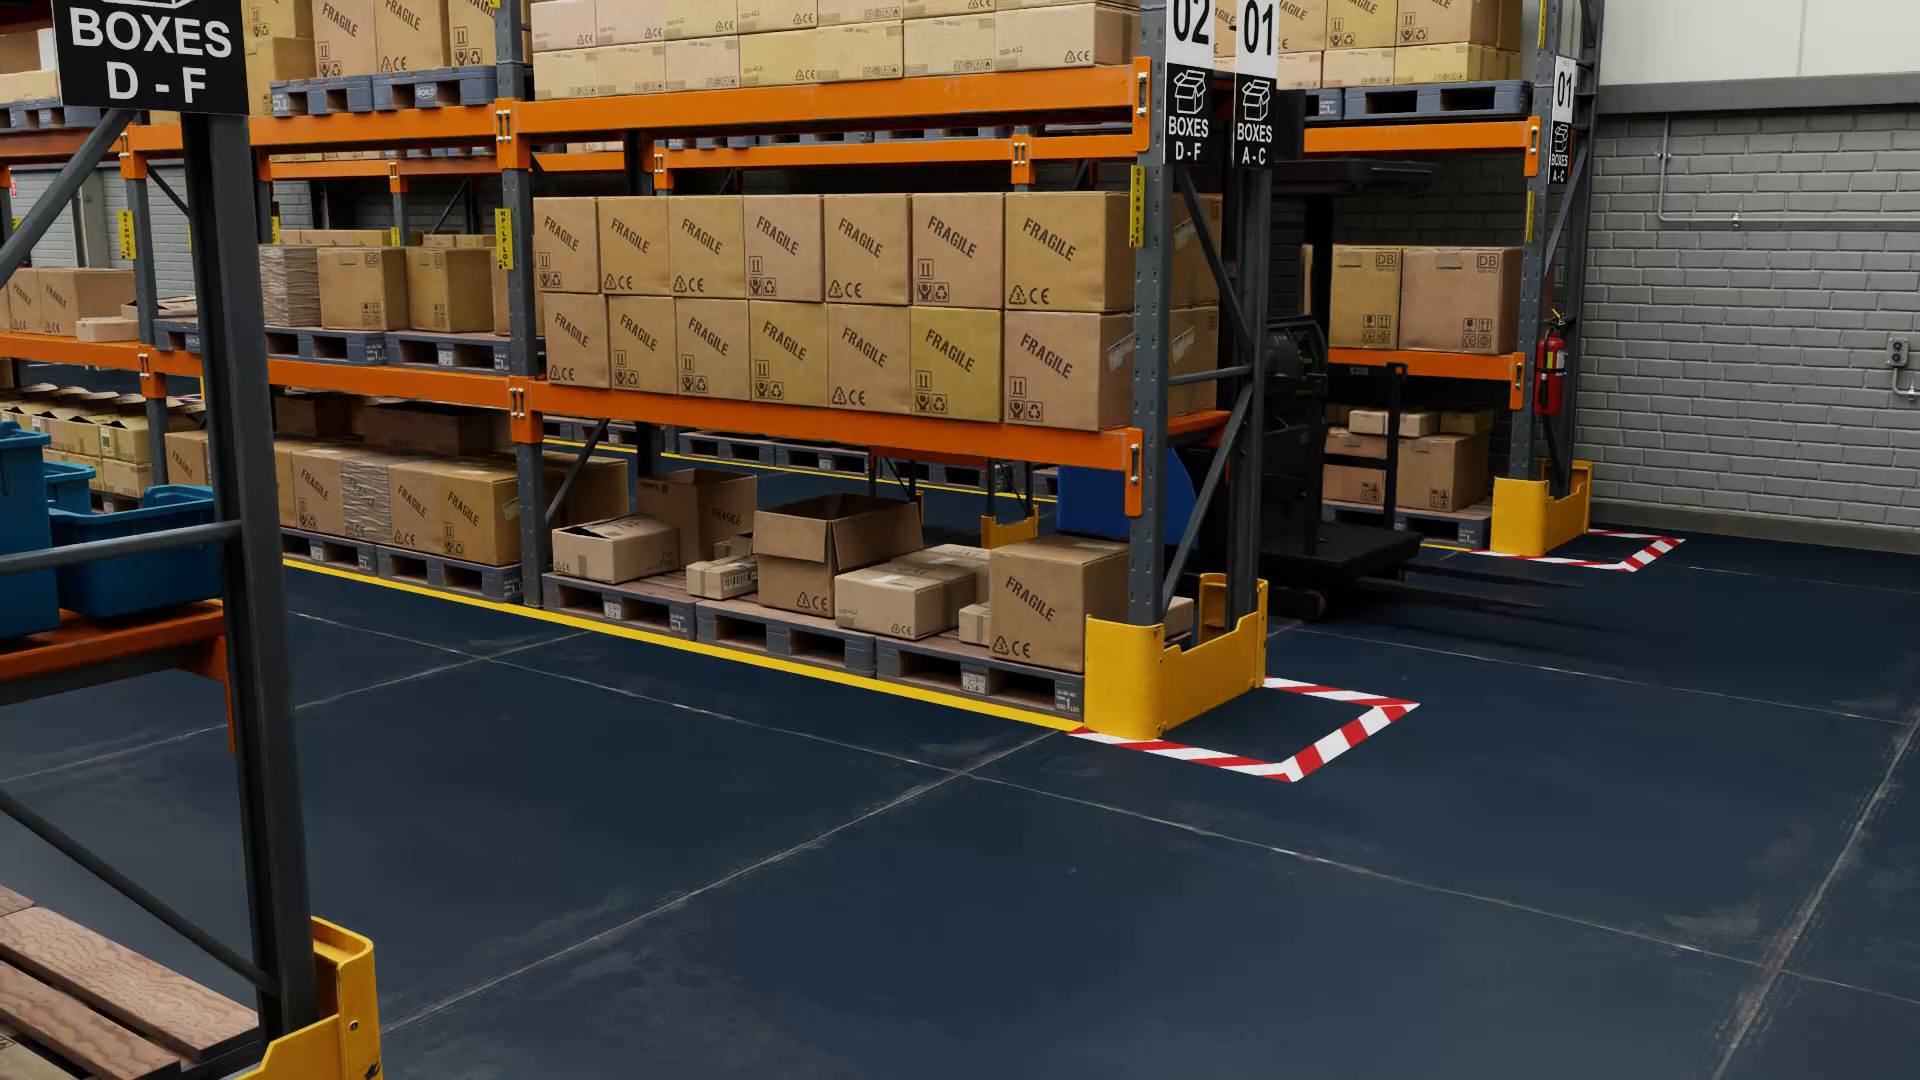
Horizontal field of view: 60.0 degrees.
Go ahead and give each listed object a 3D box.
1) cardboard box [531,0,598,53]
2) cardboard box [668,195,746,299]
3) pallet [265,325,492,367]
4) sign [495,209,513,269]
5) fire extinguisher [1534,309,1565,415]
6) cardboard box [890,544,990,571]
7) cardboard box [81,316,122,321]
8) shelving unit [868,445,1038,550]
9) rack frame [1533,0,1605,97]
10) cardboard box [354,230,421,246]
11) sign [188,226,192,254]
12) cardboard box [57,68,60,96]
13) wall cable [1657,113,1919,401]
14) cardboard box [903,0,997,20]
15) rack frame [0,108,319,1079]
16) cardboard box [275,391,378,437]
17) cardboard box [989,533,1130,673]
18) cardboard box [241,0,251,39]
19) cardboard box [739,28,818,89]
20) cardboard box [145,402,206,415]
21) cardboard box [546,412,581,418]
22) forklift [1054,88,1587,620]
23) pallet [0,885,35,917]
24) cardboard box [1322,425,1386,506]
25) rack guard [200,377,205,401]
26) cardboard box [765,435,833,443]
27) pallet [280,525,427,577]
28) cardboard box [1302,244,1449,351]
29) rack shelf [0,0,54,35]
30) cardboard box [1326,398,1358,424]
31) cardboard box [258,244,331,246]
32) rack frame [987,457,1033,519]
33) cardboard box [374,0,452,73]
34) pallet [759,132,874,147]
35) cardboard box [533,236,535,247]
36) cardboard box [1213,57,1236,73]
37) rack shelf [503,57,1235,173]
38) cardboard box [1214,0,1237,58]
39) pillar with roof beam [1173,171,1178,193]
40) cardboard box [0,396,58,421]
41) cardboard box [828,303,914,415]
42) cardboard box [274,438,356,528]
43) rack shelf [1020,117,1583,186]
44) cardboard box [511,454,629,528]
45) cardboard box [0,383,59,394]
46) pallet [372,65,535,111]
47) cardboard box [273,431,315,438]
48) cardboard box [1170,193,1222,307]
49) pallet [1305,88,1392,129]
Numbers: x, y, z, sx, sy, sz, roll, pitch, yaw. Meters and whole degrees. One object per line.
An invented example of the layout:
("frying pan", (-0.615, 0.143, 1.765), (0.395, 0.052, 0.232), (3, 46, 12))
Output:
("cardboard box", (-1.916, -2.711, 8.828), (0.500, 0.250, 0.500), (8, 13, 36))
("cardboard box", (-1.118, -1.488, 8.426), (0.500, 0.500, 0.500), (7, 13, 34))
("pallet", (-3.815, -1.297, 10.842), (1.213, 0.211, 1.003), (8, 13, 36))
("sign", (-2.487, -1.643, 9.074), (0.005, 0.325, 0.100), (8, 13, 36))
("fire extinguisher", (3.841, -1.160, 10.813), (0.183, 0.674, 0.296), (8, 13, 36))
("cardboard box", (-0.013, 0.207, 8.642), (0.500, 0.250, 0.500), (8, 13, 36))
("cardboard box", (-6.446, -1.621, 12.670), (0.250, 0.149, 0.380), (9, 14, 40))
("shelving unit", (-0.061, -0.745, 11.432), (1.083, 1.500, 0.587), (8, 13, 36))
("rack frame", (3.992, -4.414, 10.653), (0.127, 3.000, 1.000), (8, 13, 36))
("cardboard box", (-6.244, -3.128, 18.168), (0.500, 0.500, 0.500), (8, 13, 35))
("sign", (-9.225, -3.609, 20.010), (0.005, 0.325, 0.100), (8, 13, 36))
("cardboard box", (-6.217, -3.313, 12.149), (0.500, 0.250, 0.500), (8, 14, 37))
("wall cable", (5.584, -1.968, 11.131), (1.851, 1.984, 0.084), (8, 13, 36))
("cardboard box", (0.095, -2.429, 7.370), (0.500, 0.250, 0.500), (8, 13, 36))
("rack frame", (-1.874, 0.049, 3.381), (0.053, 2.616, 0.949), (8, 13, 36))
("cardboard box", (-4.444, -0.891, 11.687), (0.500, 0.250, 0.500), (9, 14, 38))
("cardboard box", (0.479, 0.278, 7.618), (0.500, 0.500, 0.500), (8, 13, 36))
("cardboard box", (-4.626, -3.514, 11.006), (0.500, 0.500, 0.500), (8, 13, 36))
("cardboard box", (-0.708, -2.297, 8.003), (0.500, 0.250, 0.500), (8, 13, 36))
("cardboard box", (-6.062, -0.902, 12.953), (0.500, 0.311, 0.500), (8, 13, 34))
("cardboard box", (-3.831, -1.557, 17.103), (0.500, 0.500, 0.700), (8, 13, 35))
("forklift", (2.045, -1.106, 9.531), (3.031, 2.935, 1.130), (9, 14, 39))
("pallet", (-3.493, 1.181, 4.868), (1.213, 0.211, 1.003), (8, 13, 36))
("cardboard box", (2.965, -0.567, 12.039), (0.500, 0.500, 0.700), (8, 13, 35))
("rack guard", (-8.843, -2.032, 20.715), (0.348, 0.500, 1.175), (8, 13, 36))
("cardboard box", (-1.239, -1.316, 14.991), (0.750, 0.750, 0.750), (8, 13, 35))
("pallet", (-3.826, -0.013, 11.042), (1.213, 0.211, 1.003), (8, 13, 36))
("cardboard box", (2.982, -1.752, 11.897), (0.700, 0.700, 0.980), (8, 13, 35))
("rack shelf", (-3.484, -1.296, 4.329), (4.000, 0.370, 1.077), (8, 13, 36))
("cardboard box", (2.772, -0.959, 12.359), (0.250, 0.149, 0.380), (8, 14, 36))
("cardboard box", (-4.811, -1.811, 11.624), (0.500, 0.500, 0.700), (3, 11, 17))
("rack frame", (0.341, -0.689, 11.141), (0.032, 1.500, 0.500), (8, 13, 36))
("cardboard box", (-3.076, -3.076, 10.003), (0.600, 0.600, 0.600), (8, 13, 35))
("pallet", (-1.002, -3.558, 14.626), (1.213, 0.211, 1.003), (9, 14, 38))
("cardboard box", (-3.858, -2.821, 16.793), (0.500, 0.500, 0.700), (8, 13, 36))
("cardboard box", (1.989, -3.338, 12.018), (0.500, 0.250, 0.500), (7, 13, 34))
("rack shelf", (-0.549, -2.054, 8.247), (4.000, 0.370, 1.077), (8, 13, 36))
("cardboard box", (1.996, -3.706, 11.944), (0.500, 0.500, 0.500), (8, 14, 36))
("pillar with roof beam", (-0.704, -4.258, 9.849), (0.400, 9.000, 9.100), (8, 13, 36))
("cardboard box", (-7.605, -0.991, 13.410), (0.500, 0.311, 0.500), (7, 13, 34))
("cardboard box", (-0.278, -0.882, 7.929), (0.500, 0.500, 0.500), (8, 14, 36))
("cardboard box", (-4.361, -0.388, 11.060), (0.500, 0.500, 0.500), (8, 13, 35))
("rack shelf", (2.380, -2.813, 12.169), (4.000, 0.370, 1.077), (8, 13, 36))
("cardboard box", (-2.407, -0.240, 10.295), (0.500, 0.500, 0.500), (7, 13, 33))
("cardboard box", (-8.113, -1.189, 14.434), (0.500, 0.311, 0.500), (8, 13, 36))
("pallet", (-2.645, -2.624, 9.793), (1.003, 0.211, 1.213), (8, 13, 36))
("cardboard box", (-4.492, -0.529, 11.788), (0.500, 0.500, 0.500), (9, 14, 38))
("cardboard box", (0.861, -1.340, 7.663), (0.500, 0.500, 0.500), (8, 14, 37))
("pallet", (2.401, -3.117, 12.078), (1.213, 0.211, 1.003), (8, 13, 36))
